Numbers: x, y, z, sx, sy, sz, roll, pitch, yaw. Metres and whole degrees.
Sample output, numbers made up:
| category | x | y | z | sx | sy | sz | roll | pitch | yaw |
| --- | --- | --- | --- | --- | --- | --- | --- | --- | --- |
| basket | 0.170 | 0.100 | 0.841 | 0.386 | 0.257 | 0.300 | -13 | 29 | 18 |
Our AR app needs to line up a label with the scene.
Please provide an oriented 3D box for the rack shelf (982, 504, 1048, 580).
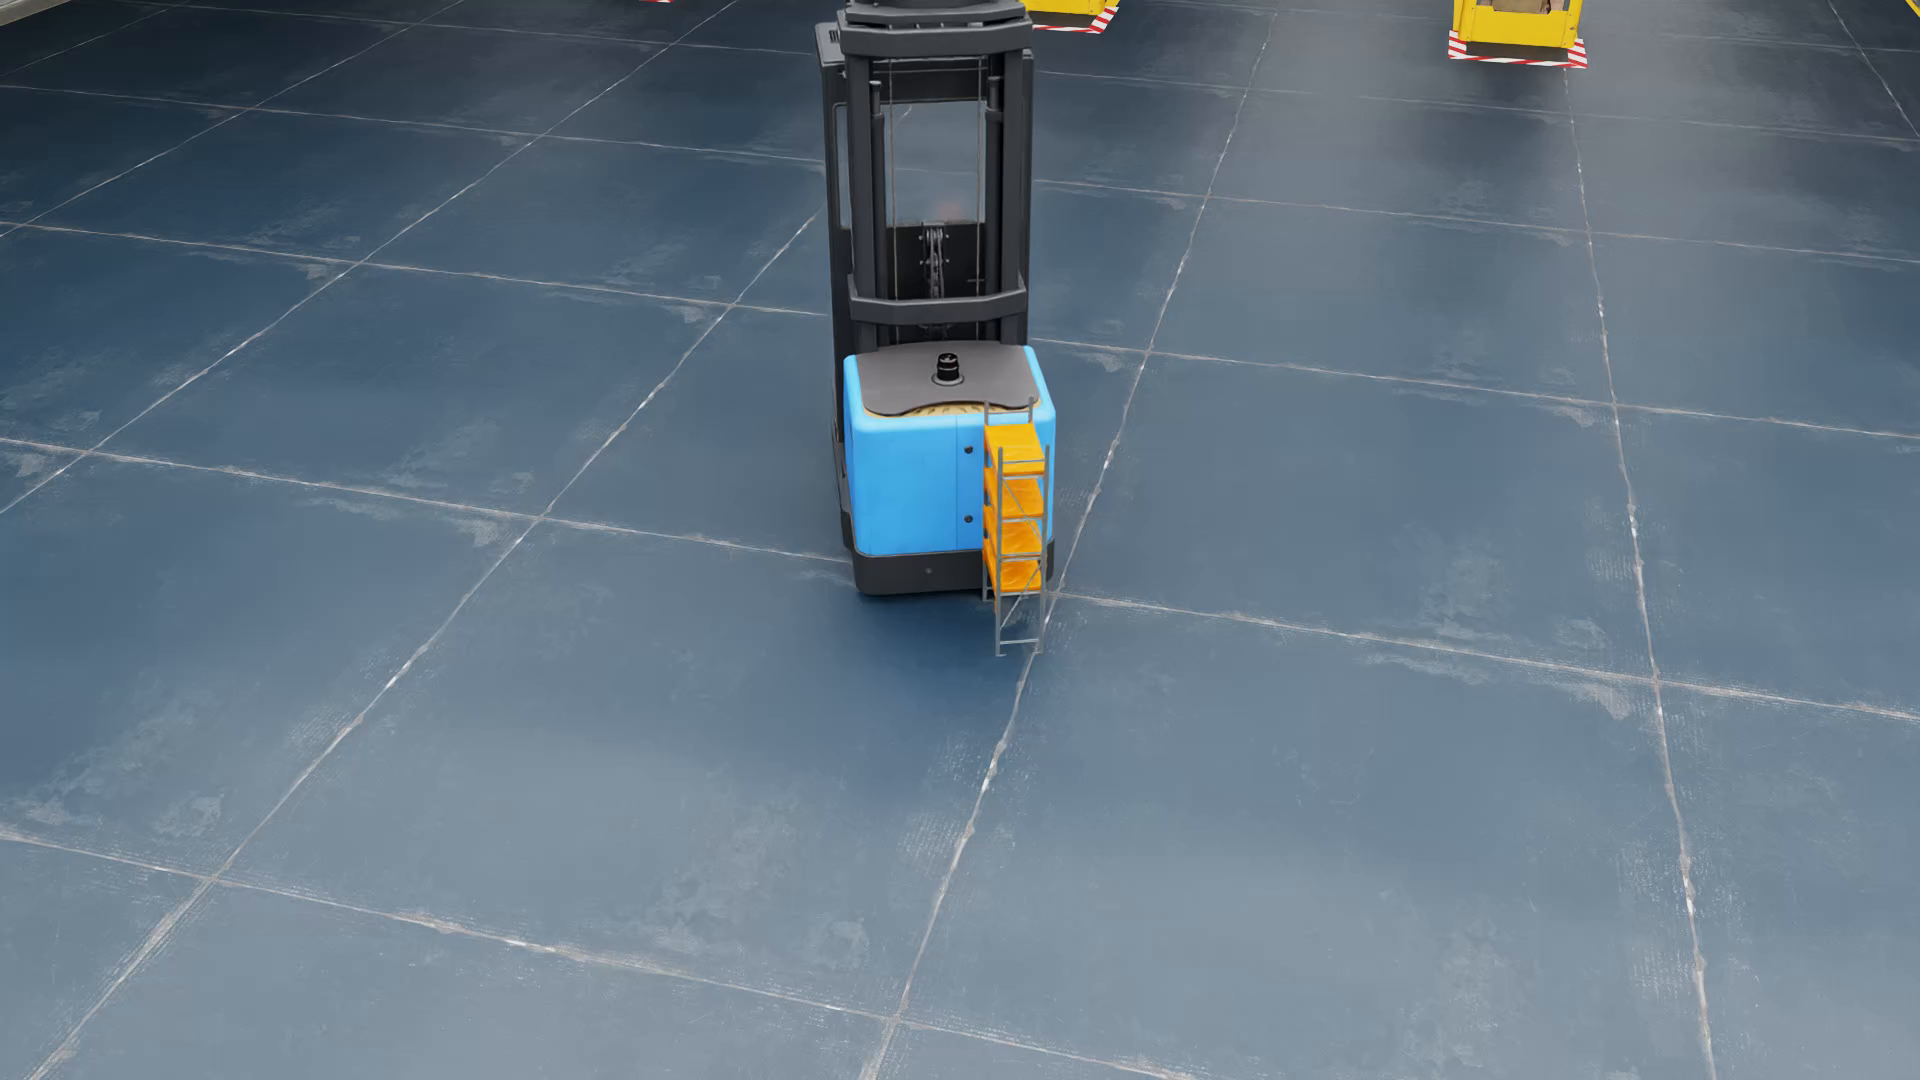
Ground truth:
| category | x | y | z | sx | sy | sz | roll | pitch | yaw |
| --- | --- | --- | --- | --- | --- | --- | --- | --- | --- |
| rack shelf | 0.268 | -0.003 | 8.261 | 0.258 | 0.148 | 0.480 | -4 | 33 | -6 |

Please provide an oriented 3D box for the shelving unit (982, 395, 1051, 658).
| category | x | y | z | sx | sy | sz | roll | pitch | yaw |
| --- | --- | --- | --- | --- | --- | --- | --- | --- | --- |
| shelving unit | 0.268 | -0.060 | 8.225 | 0.258 | 1.200 | 0.503 | -4 | 33 | -6 |

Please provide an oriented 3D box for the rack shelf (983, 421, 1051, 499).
| category | x | y | z | sx | sy | sz | roll | pitch | yaw |
| --- | --- | --- | --- | --- | --- | --- | --- | --- | --- |
| rack shelf | 0.268 | -0.391 | 8.015 | 0.258 | 0.148 | 0.480 | -4 | 33 | -6 |

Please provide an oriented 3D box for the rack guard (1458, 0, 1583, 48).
| category | x | y | z | sx | sy | sz | roll | pitch | yaw |
| --- | --- | --- | --- | --- | --- | --- | --- | --- | --- |
| rack guard | 5.859 | -5.488 | 17.417 | 1.175 | 0.500 | 0.348 | 8 | 33 | 12 |

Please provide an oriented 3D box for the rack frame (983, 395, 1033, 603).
| category | x | y | z | sx | sy | sz | roll | pitch | yaw |
| --- | --- | --- | --- | --- | --- | --- | --- | --- | --- |
| rack frame | 0.239 | -0.190 | 8.430 | 0.240 | 1.200 | 0.015 | -4 | 33 | -6 |

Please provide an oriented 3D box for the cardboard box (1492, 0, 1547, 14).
| category | x | y | z | sx | sy | sz | roll | pitch | yaw |
| --- | --- | --- | --- | --- | --- | --- | --- | --- | --- |
| cardboard box | 6.014 | -5.948 | 17.749 | 0.500 | 0.500 | 0.500 | 14 | 35 | 21 |

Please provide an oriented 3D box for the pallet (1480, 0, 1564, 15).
| category | x | y | z | sx | sy | sz | roll | pitch | yaw |
| --- | --- | --- | --- | --- | --- | --- | --- | --- | --- |
| pallet | 6.099 | -5.783 | 18.150 | 1.003 | 0.211 | 1.213 | 8 | 33 | 12 |

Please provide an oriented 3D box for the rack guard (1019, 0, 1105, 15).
| category | x | y | z | sx | sy | sz | roll | pitch | yaw |
| --- | --- | --- | --- | --- | --- | --- | --- | --- | --- |
| rack guard | 1.022 | -6.169 | 18.488 | 1.175 | 0.500 | 0.348 | 8 | 33 | 12 |

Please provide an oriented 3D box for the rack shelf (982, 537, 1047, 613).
| category | x | y | z | sx | sy | sz | roll | pitch | yaw |
| --- | --- | --- | --- | --- | --- | --- | --- | --- | --- |
| rack shelf | 0.268 | 0.165 | 8.368 | 0.258 | 0.148 | 0.480 | -4 | 33 | -6 |

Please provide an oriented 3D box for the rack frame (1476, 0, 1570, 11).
| category | x | y | z | sx | sy | sz | roll | pitch | yaw |
| --- | --- | --- | --- | --- | --- | --- | --- | --- | --- |
| rack frame | 5.840 | -6.504 | 16.685 | 1.000 | 3.000 | 0.127 | 8 | 33 | 12 |

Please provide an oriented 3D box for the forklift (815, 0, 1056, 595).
| category | x | y | z | sx | sy | sz | roll | pitch | yaw |
| --- | --- | --- | --- | --- | --- | --- | --- | --- | --- |
| forklift | -0.195 | -1.722 | 9.227 | 1.130 | 2.935 | 3.031 | -4 | 33 | -6 |

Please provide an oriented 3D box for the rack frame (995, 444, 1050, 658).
| category | x | y | z | sx | sy | sz | roll | pitch | yaw |
| --- | --- | --- | --- | --- | --- | --- | --- | --- | --- |
| rack frame | 0.297 | 0.070 | 8.021 | 0.240 | 1.200 | 0.015 | -4 | 33 | -6 |

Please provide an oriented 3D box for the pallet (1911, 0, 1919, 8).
| category | x | y | z | sx | sy | sz | roll | pitch | yaw |
| --- | --- | --- | --- | --- | --- | --- | --- | --- | --- |
| pallet | 11.358 | -6.291 | 18.949 | 1.003 | 0.211 | 1.213 | 8 | 33 | 12 |

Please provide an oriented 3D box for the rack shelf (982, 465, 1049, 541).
| category | x | y | z | sx | sy | sz | roll | pitch | yaw |
| --- | --- | --- | --- | --- | --- | --- | --- | --- | --- |
| rack shelf | 0.268 | -0.192 | 8.141 | 0.258 | 0.148 | 0.480 | -4 | 33 | -6 |
